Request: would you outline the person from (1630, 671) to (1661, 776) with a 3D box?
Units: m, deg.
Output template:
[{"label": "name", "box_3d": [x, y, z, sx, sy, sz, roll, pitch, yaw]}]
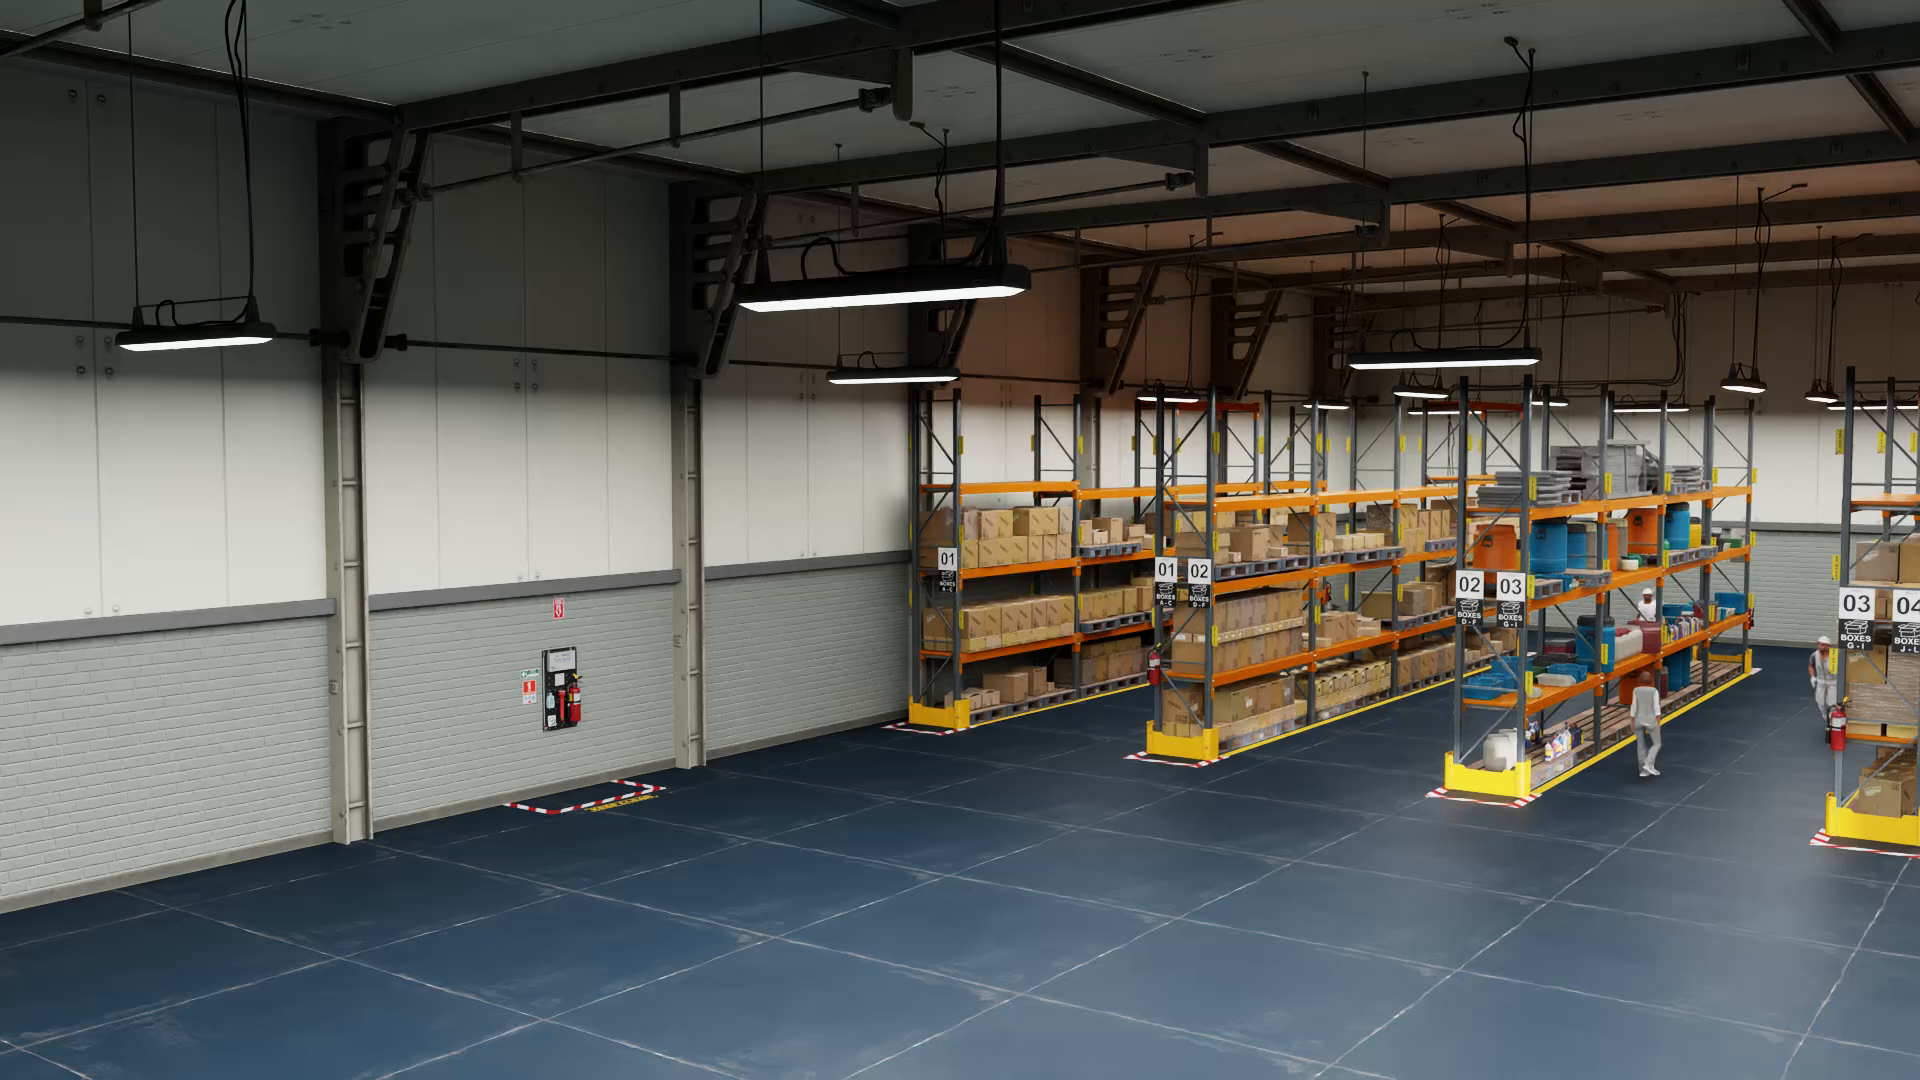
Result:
[{"label": "person", "box_3d": [10.329, 2.782, 25.045, 0.462, 1.596, 0.480, 2, 4, 34]}]

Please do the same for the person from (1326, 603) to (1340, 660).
[{"label": "person", "box_3d": [8.178, 2.147, 36.171, 0.697, 1.598, 0.645, -3, 4, -42]}]

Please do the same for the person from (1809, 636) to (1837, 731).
[{"label": "person", "box_3d": [15.184, 2.510, 29.041, 0.696, 1.685, 0.638, 3, 4, 43]}]

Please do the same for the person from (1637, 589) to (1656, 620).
[{"label": "person", "box_3d": [15.729, 1.964, 38.054, 0.609, 1.708, 1.085, 3, 4, 39]}]
